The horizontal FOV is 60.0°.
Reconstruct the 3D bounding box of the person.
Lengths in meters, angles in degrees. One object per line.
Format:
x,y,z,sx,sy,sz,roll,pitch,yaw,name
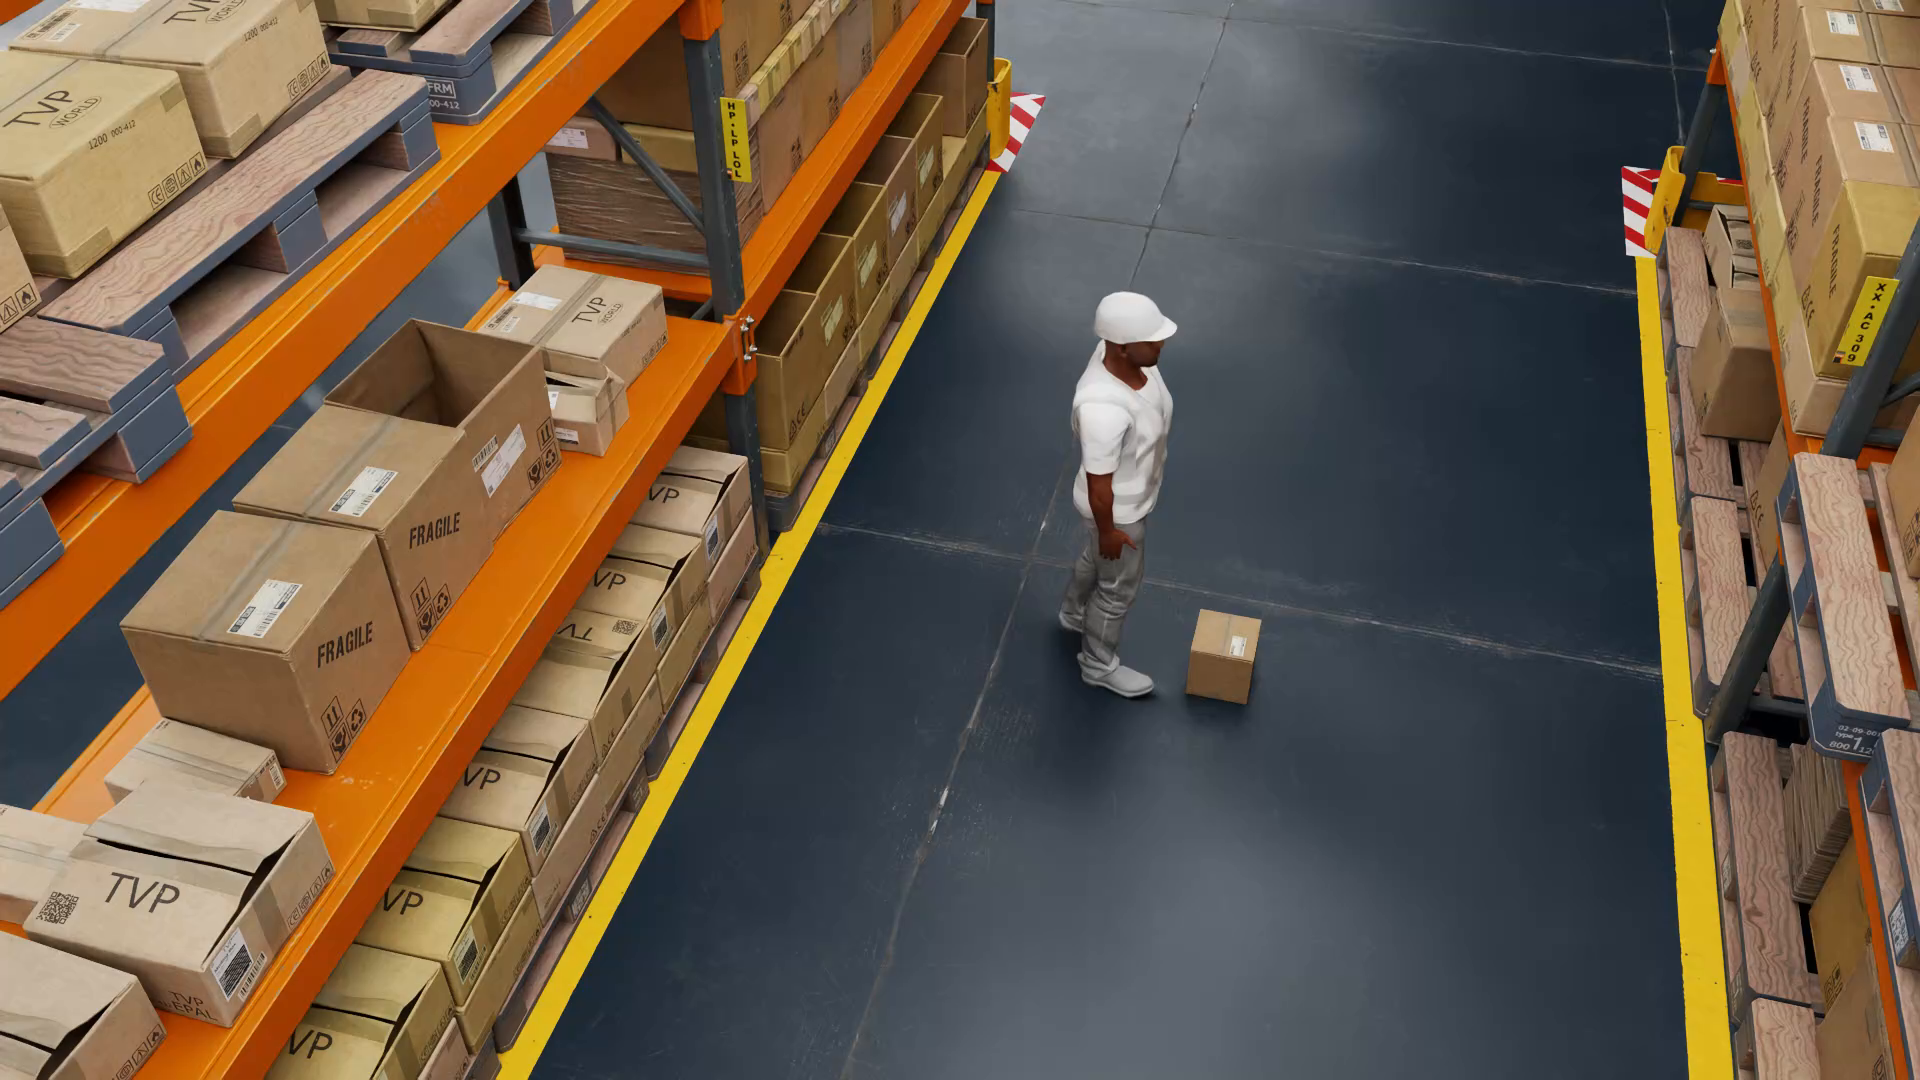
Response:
0.605,-0.148,6.377,0.470,1.853,0.570,11,42,12,person
